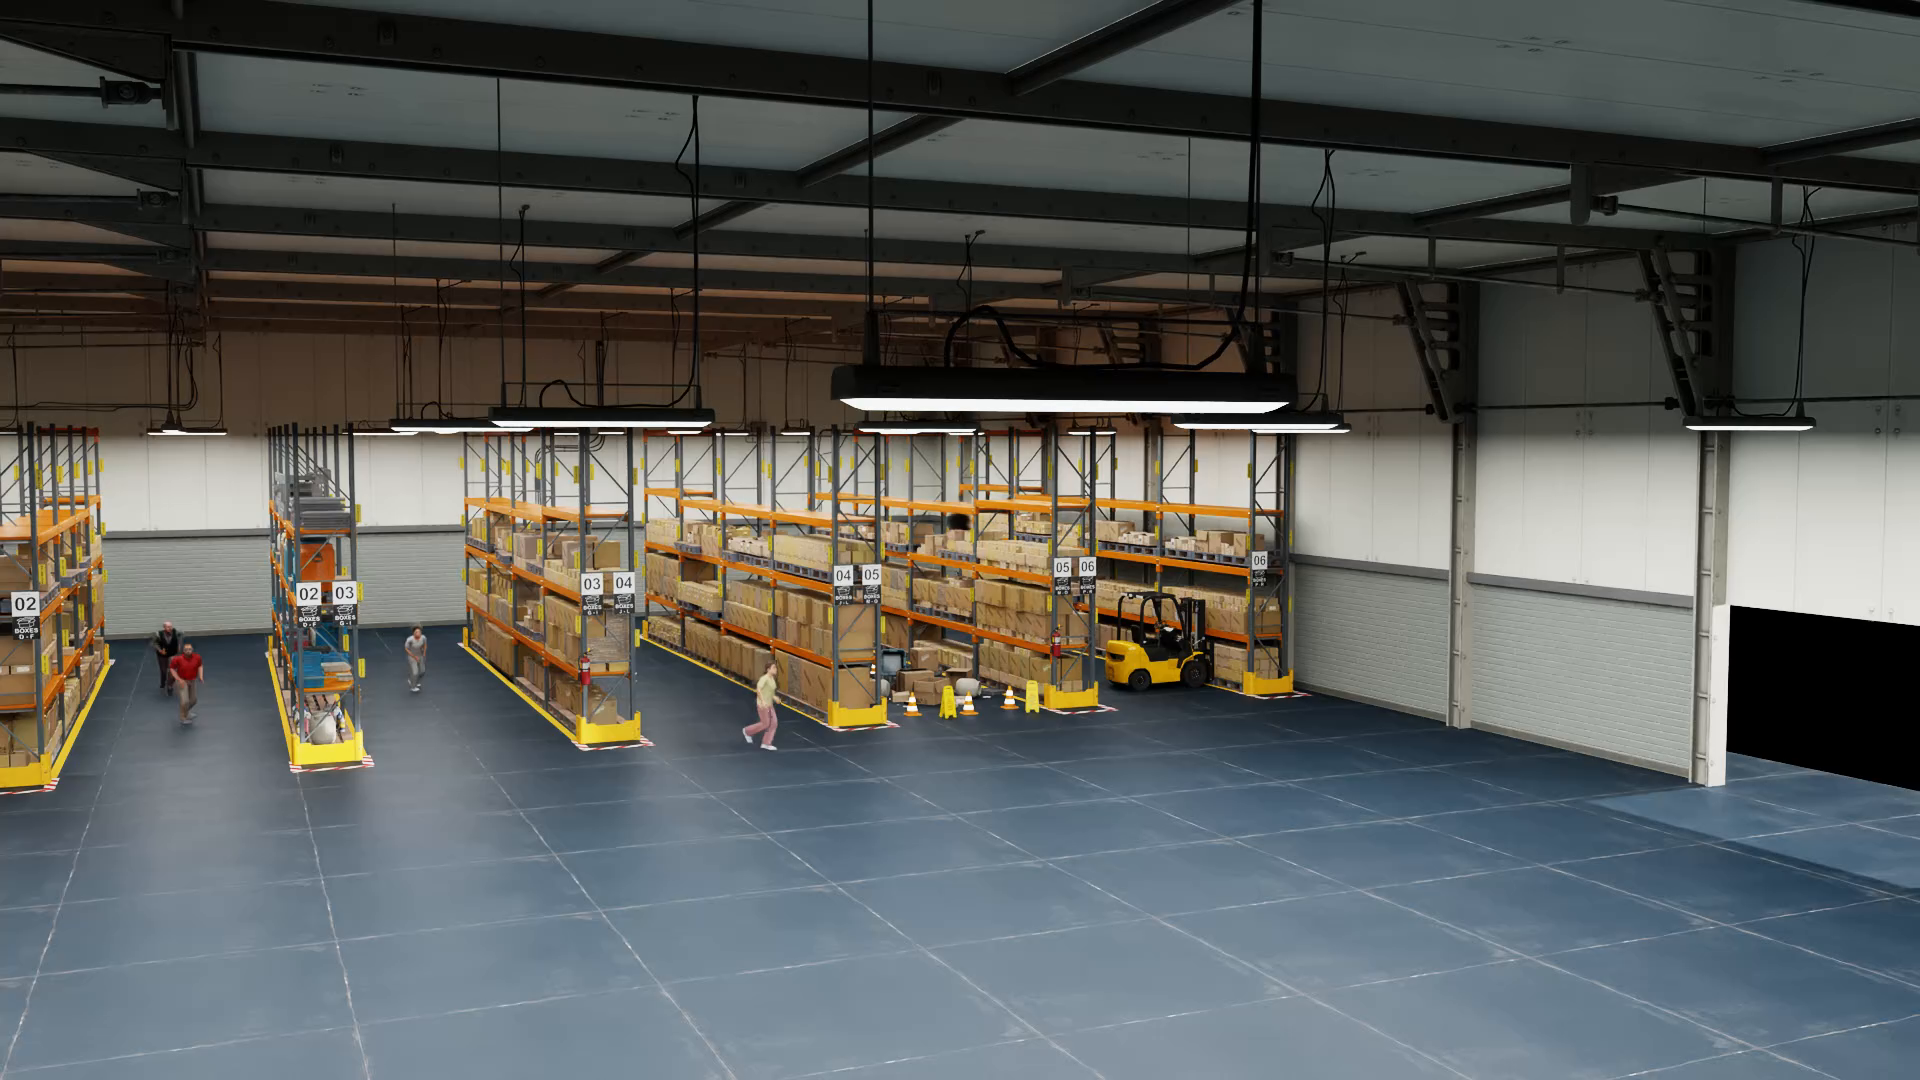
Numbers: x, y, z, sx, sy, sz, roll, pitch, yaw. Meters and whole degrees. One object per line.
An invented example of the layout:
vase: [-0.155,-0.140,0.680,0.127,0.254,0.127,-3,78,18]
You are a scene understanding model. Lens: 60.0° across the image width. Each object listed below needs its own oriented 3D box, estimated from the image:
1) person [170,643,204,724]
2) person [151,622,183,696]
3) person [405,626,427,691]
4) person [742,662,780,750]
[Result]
person: [-15.599,2.863,33.466,0.835,1.631,0.663,3,4,38]
person: [-17.820,2.636,37.351,0.689,1.681,1.012,-2,4,-35]
person: [-12.335,2.667,37.583,0.815,1.517,0.545,3,5,44]
person: [-3.692,3.050,30.755,0.701,1.628,0.599,1,4,16]
